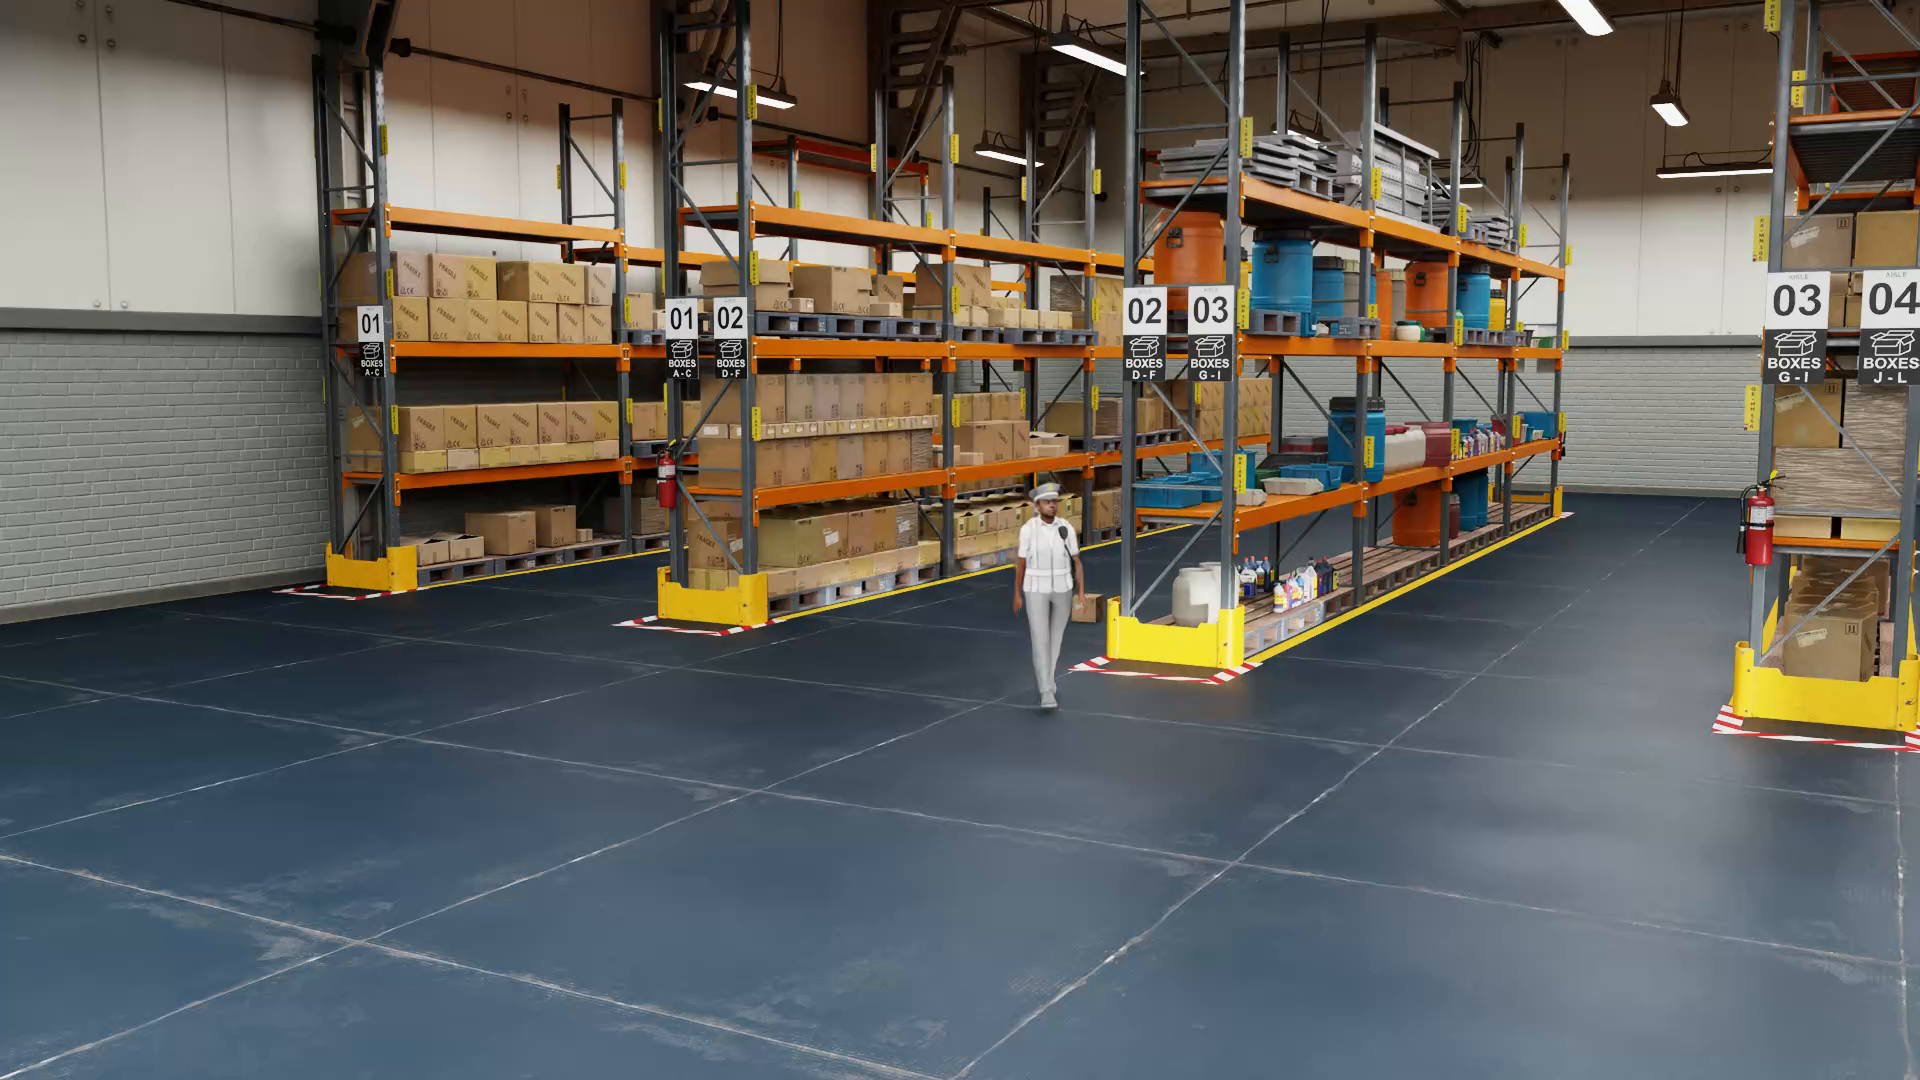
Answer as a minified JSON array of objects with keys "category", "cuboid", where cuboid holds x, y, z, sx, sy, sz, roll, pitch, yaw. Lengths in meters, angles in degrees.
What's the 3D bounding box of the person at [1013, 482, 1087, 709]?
[{"category":"person","cuboid":[0.687,0.386,12.461,0.491,1.629,0.988,-1,6,-11]}]
